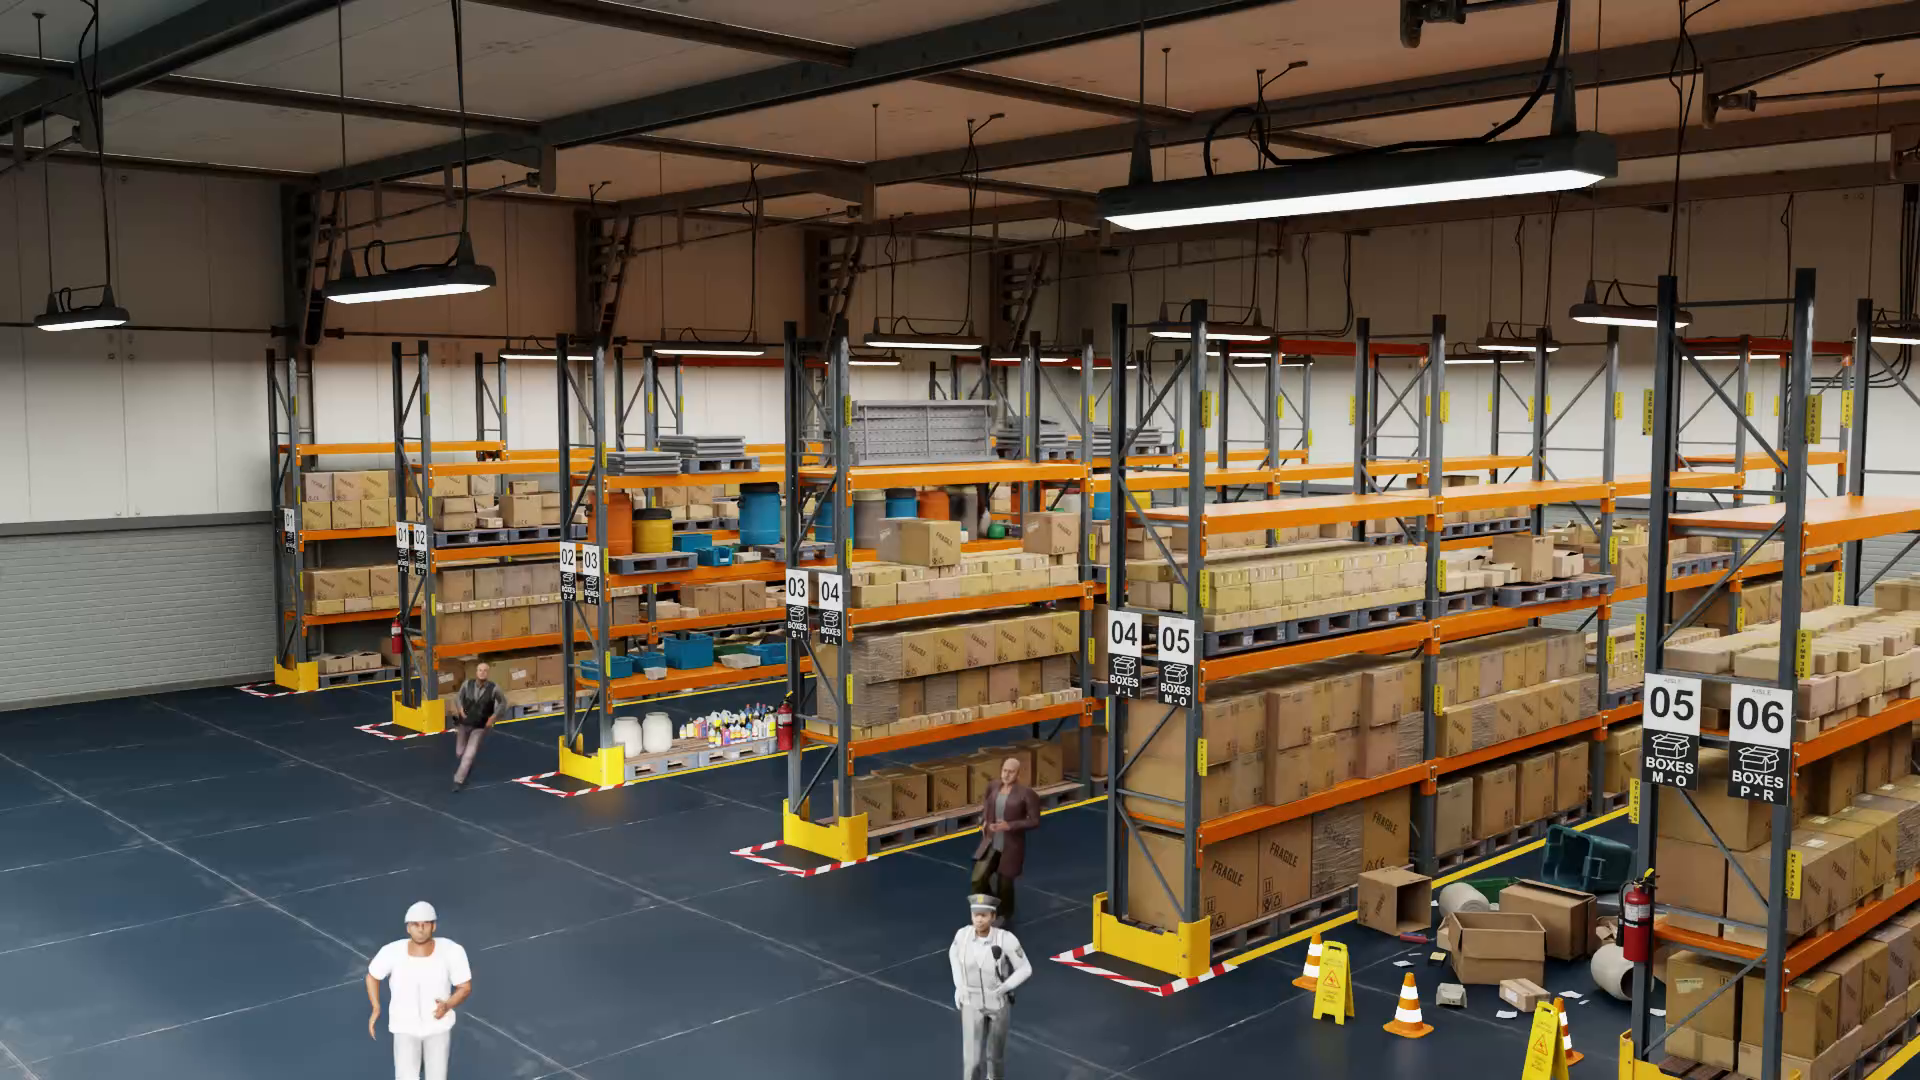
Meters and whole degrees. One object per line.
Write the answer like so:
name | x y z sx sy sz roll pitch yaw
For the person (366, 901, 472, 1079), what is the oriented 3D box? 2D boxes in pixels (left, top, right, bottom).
person | -3.653 3.314 11.263 0.683 1.726 0.634 -2 5 -19

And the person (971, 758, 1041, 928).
person | 0.470 2.935 15.919 0.701 1.752 0.699 3 6 28

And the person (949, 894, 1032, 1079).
person | 0.212 3.305 11.755 0.607 1.744 0.774 1 5 7

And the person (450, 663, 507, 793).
person | -6.355 2.444 22.007 0.697 1.666 0.842 0 5 1
